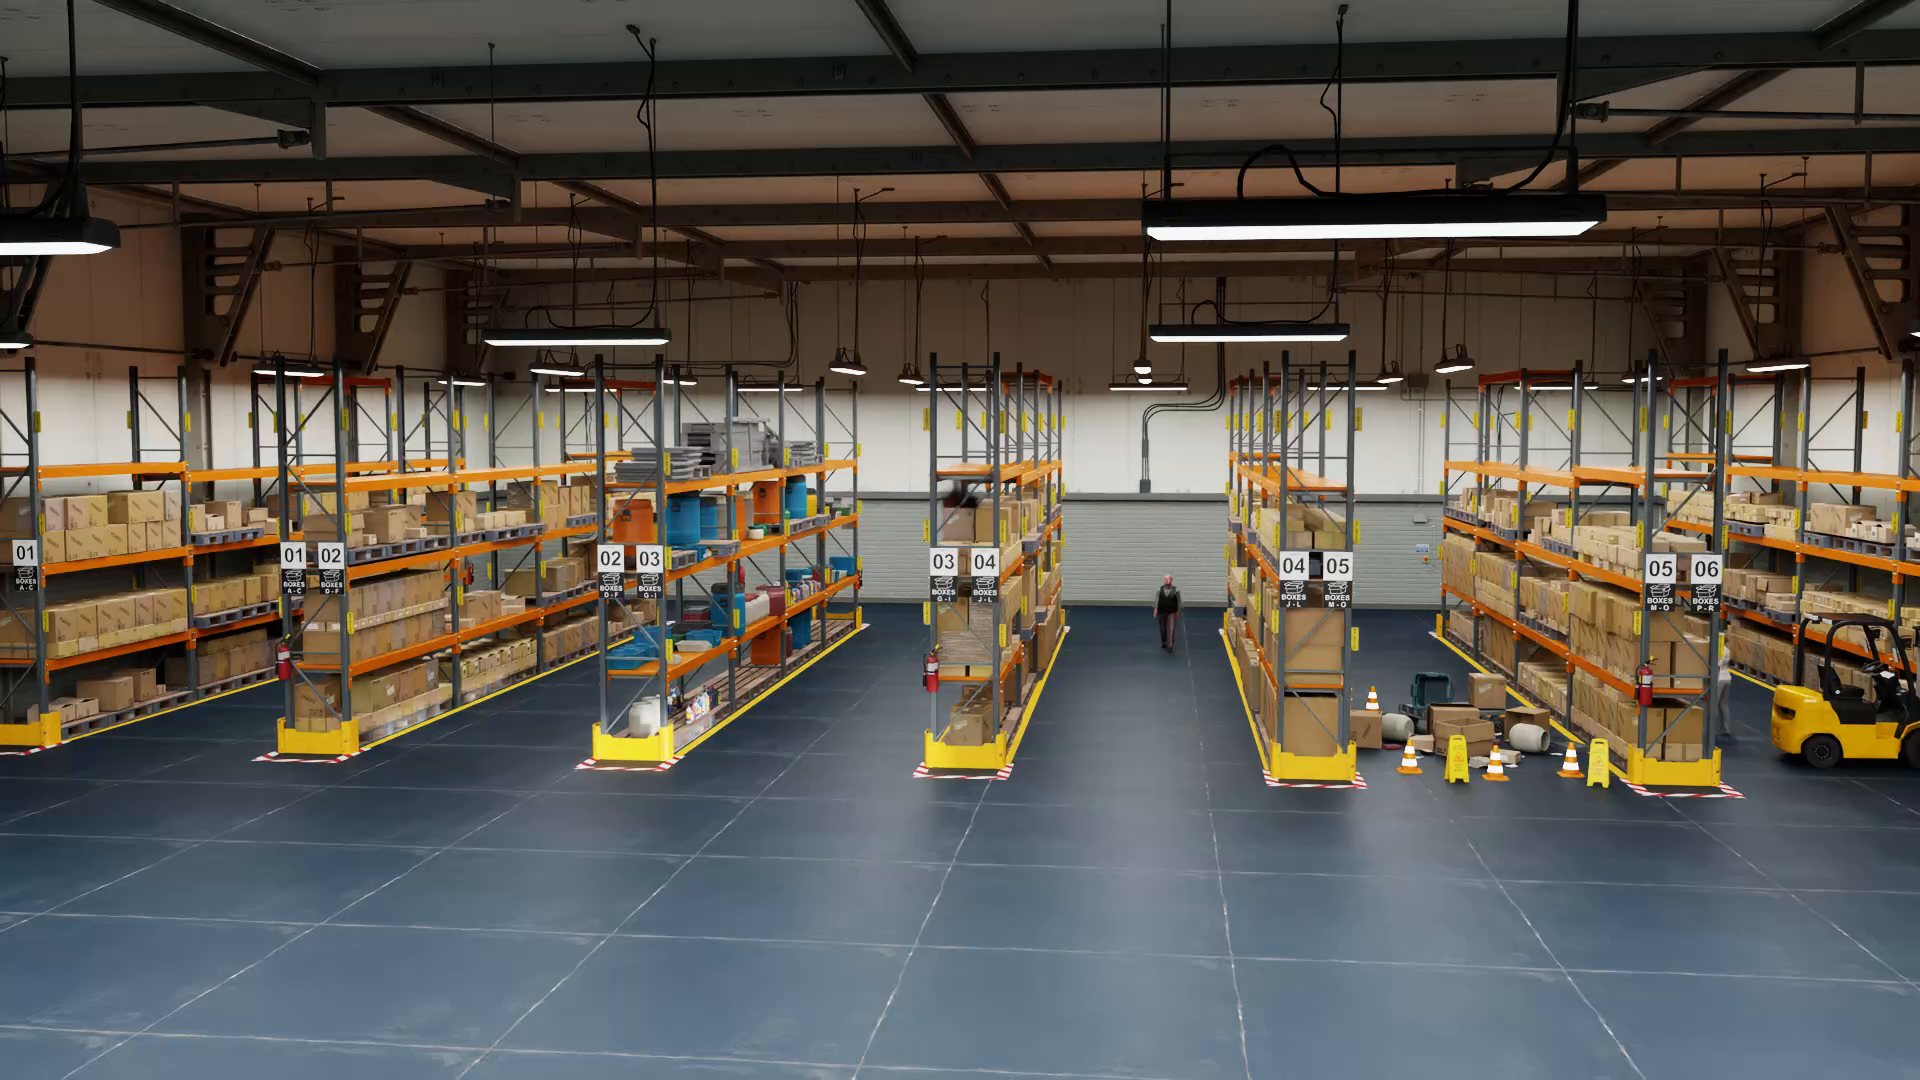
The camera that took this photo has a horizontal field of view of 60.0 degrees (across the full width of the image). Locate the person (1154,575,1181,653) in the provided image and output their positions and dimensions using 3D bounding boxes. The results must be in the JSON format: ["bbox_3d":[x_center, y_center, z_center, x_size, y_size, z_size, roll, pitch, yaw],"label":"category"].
[{"bbox_3d":[4.525,1.598,36.251,0.585,1.685,0.977,1,4,11],"label":"person"}]

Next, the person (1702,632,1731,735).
[{"bbox_3d":[12.096,2.300,26.601,0.532,1.671,0.390,-3,5,-38],"label":"person"}]

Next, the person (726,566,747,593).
[{"bbox_3d":[-5.414,1.269,40.737,0.565,1.731,0.559,3,5,40],"label":"person"}]
